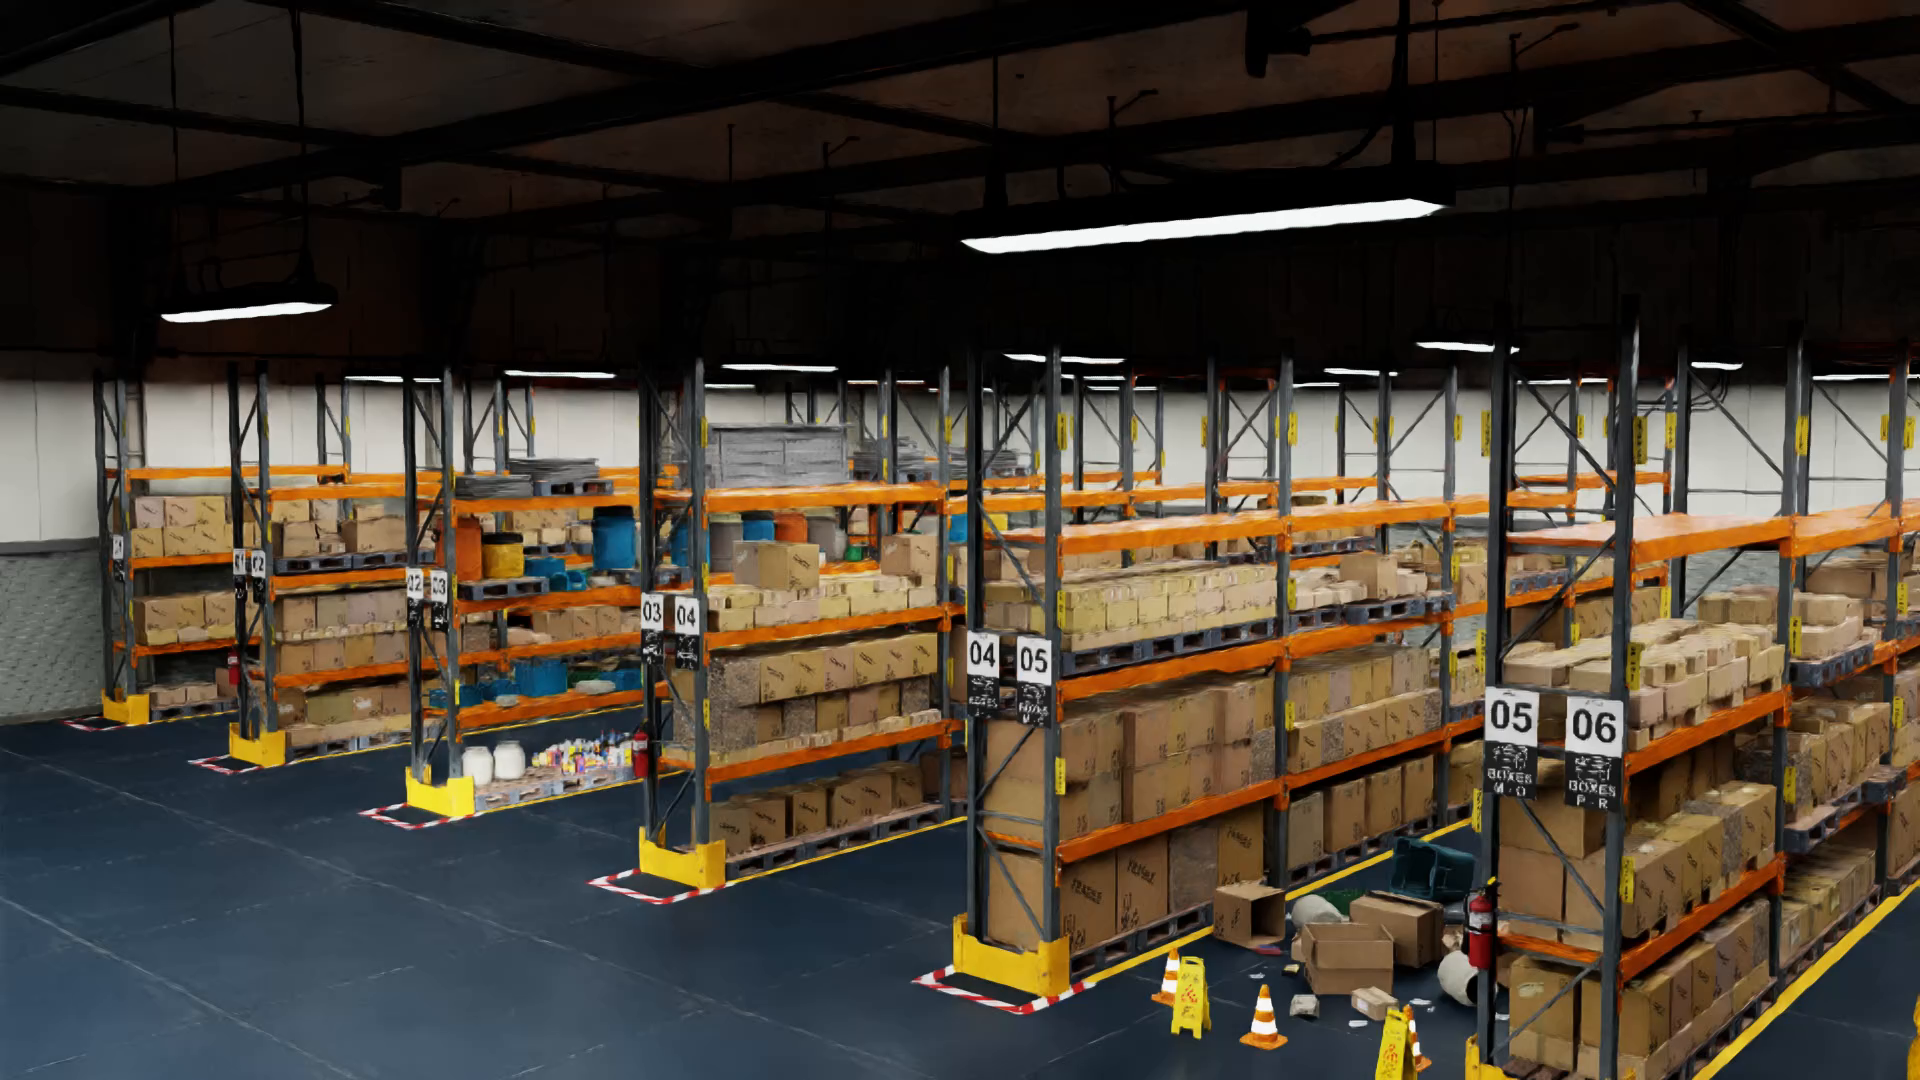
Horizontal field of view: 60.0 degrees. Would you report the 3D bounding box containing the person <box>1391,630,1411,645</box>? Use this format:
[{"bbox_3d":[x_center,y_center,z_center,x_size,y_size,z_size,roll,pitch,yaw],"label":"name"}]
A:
[{"bbox_3d":[7.534,2.284,28.441,0.478,1.554,1.083,3,5,39],"label":"person"}]
